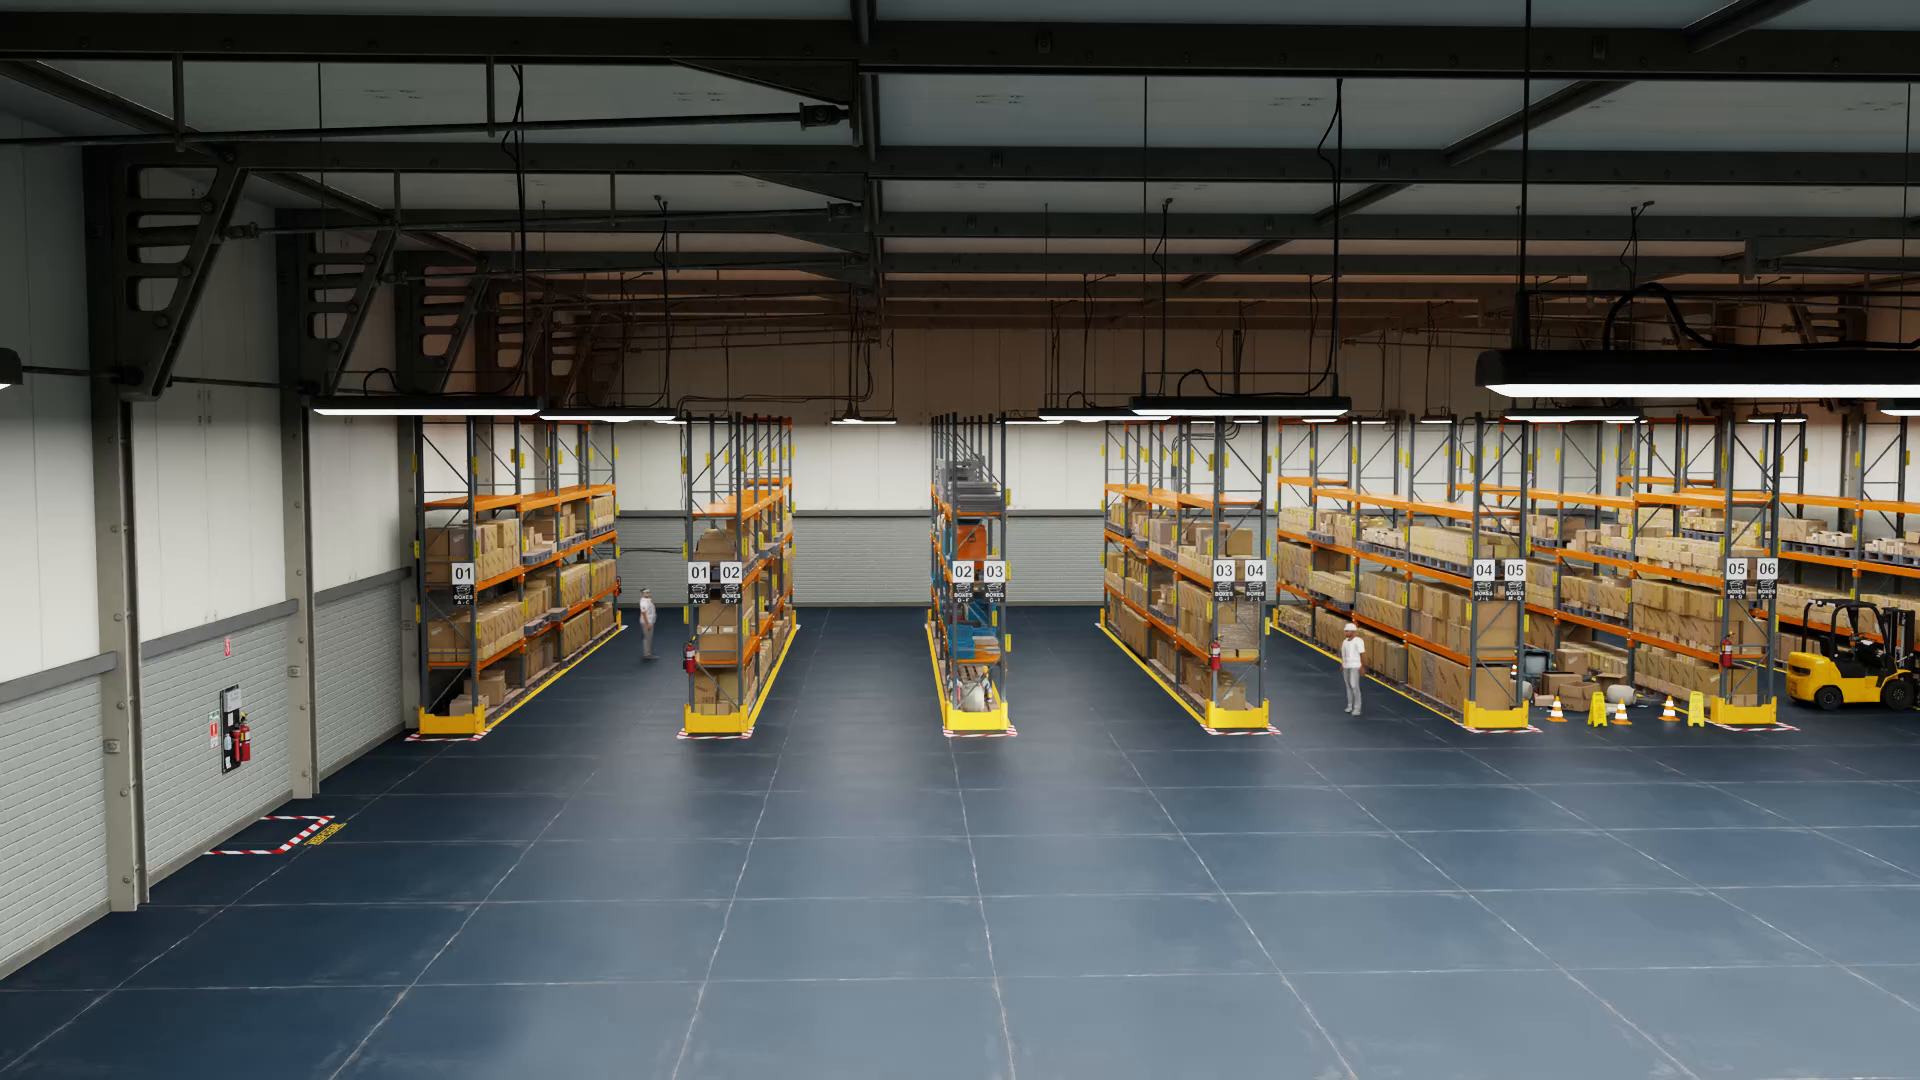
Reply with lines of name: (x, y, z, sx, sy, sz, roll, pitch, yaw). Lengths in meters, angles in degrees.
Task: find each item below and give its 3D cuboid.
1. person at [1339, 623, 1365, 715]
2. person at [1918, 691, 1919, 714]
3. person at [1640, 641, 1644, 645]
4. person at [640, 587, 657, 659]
person: (7.845, 2.576, 33.336, 0.416, 1.793, 0.674, -2, 4, -24)
person: (17.419, 2.875, 29.858, 0.417, 1.598, 0.415, -3, 5, -40)
person: (16.612, 2.137, 40.091, 0.581, 1.782, 0.598, 4, 5, 44)
person: (-7.681, 2.058, 41.036, 0.416, 1.807, 0.560, -1, 4, -11)
